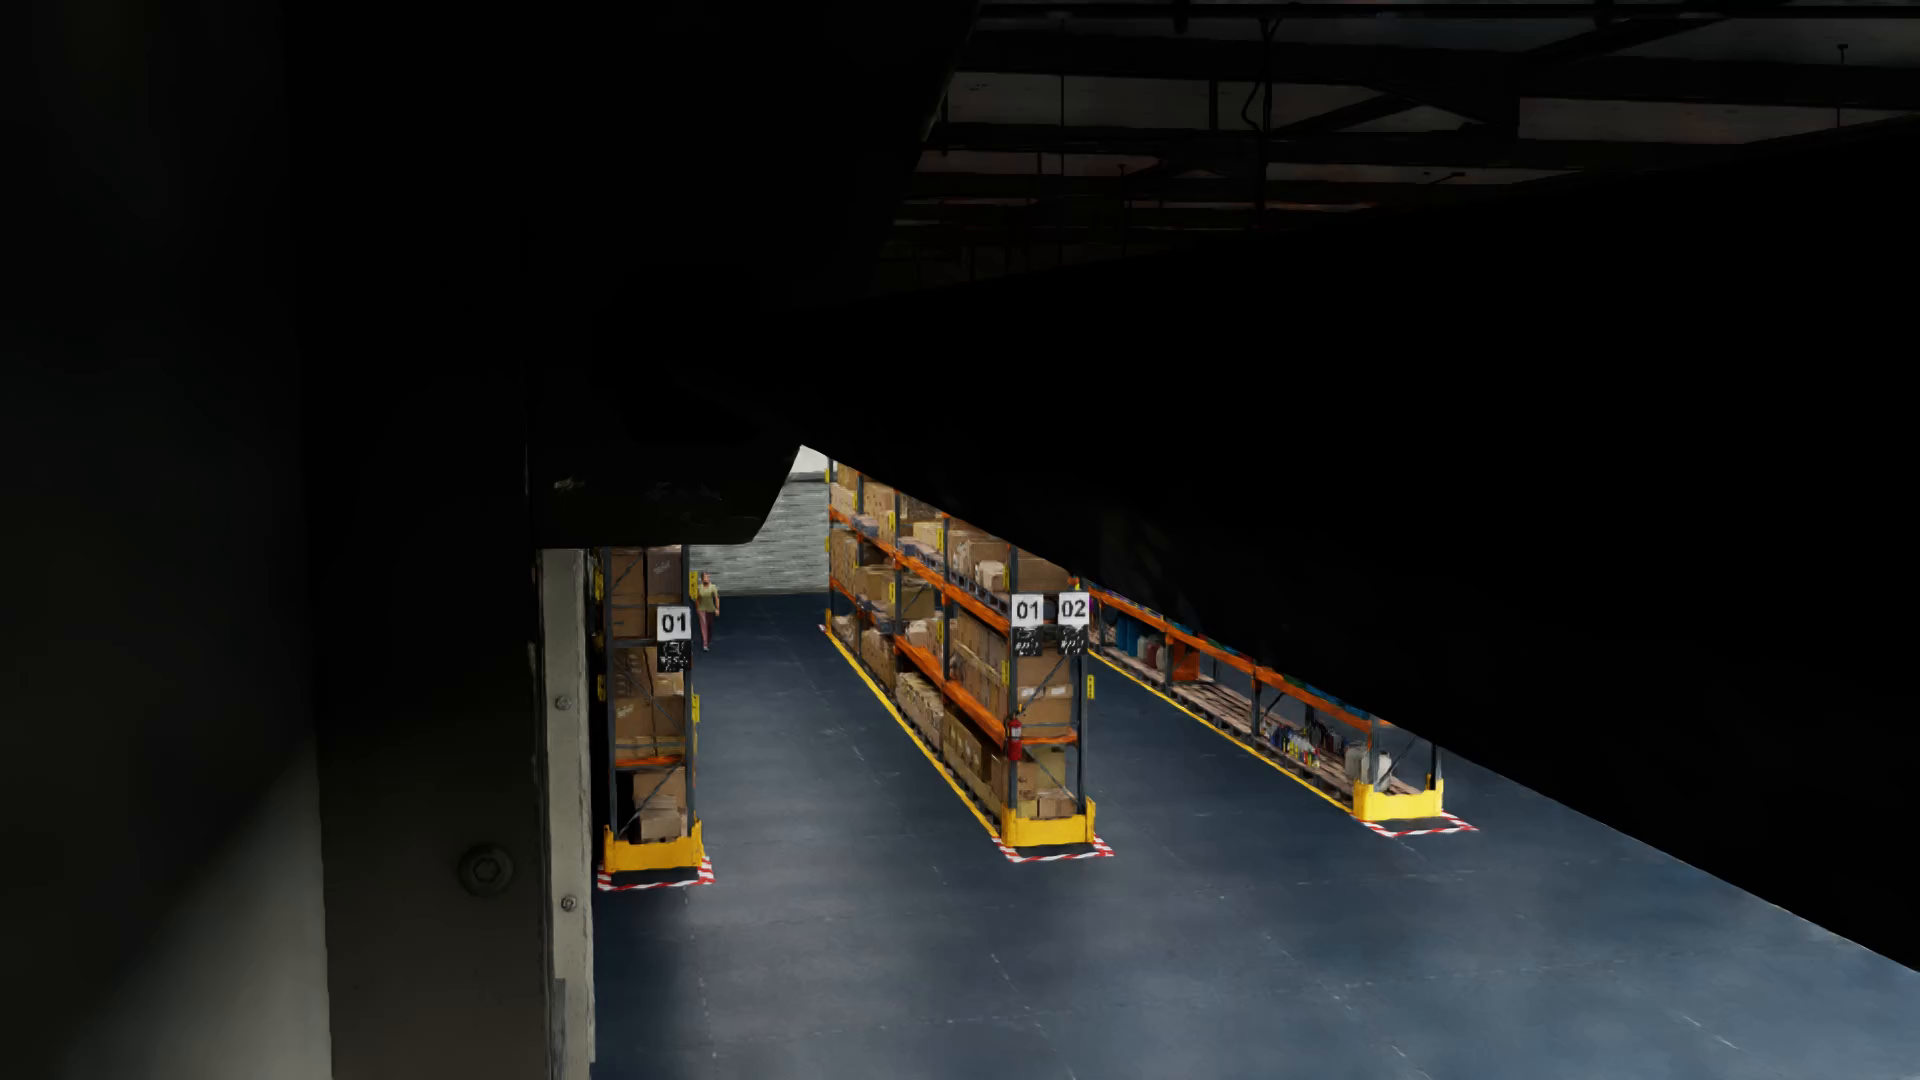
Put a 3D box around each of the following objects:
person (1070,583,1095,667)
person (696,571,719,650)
[{"bbox_3d":[2.266,1.668,32.223,0.719,1.713,0.578,-2,7,-14],"label":"person"},{"bbox_3d":[-5.222,1.443,34.423,0.456,1.612,1.019,-2,7,-14],"label":"person"}]
